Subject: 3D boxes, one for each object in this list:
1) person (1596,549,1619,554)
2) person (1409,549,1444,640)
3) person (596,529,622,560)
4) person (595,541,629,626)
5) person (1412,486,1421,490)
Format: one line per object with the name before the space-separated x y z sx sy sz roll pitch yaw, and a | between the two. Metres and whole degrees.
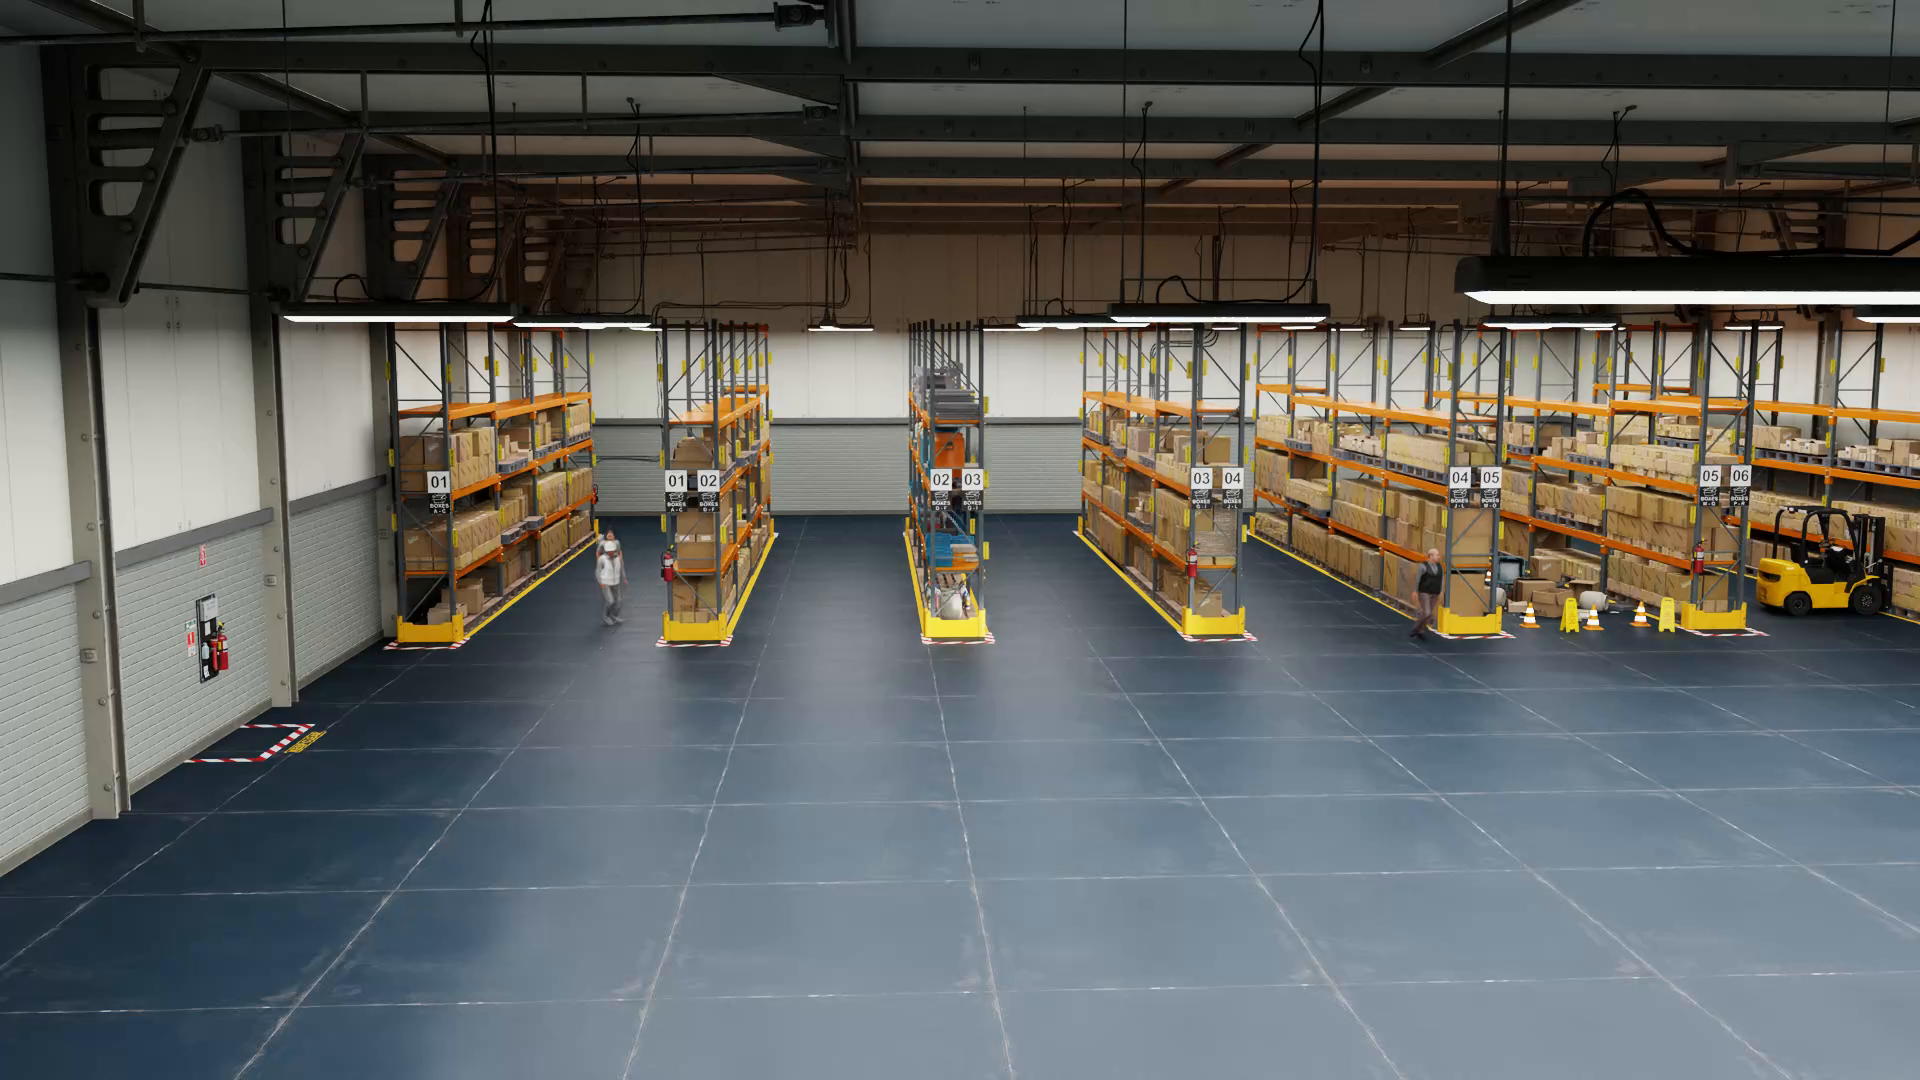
person | 16.922 -0.422 43.227 0.603 1.650 0.815 -3 8 -26
person | 8.757 1.023 31.185 0.657 1.724 0.482 -3 8 -24
person | -7.578 0.514 35.921 0.624 1.562 0.768 -5 8 -33
person | -6.883 0.839 32.801 0.636 1.705 0.651 7 10 43
person | 13.698 -1.206 49.322 0.747 1.714 0.705 0 7 -2
